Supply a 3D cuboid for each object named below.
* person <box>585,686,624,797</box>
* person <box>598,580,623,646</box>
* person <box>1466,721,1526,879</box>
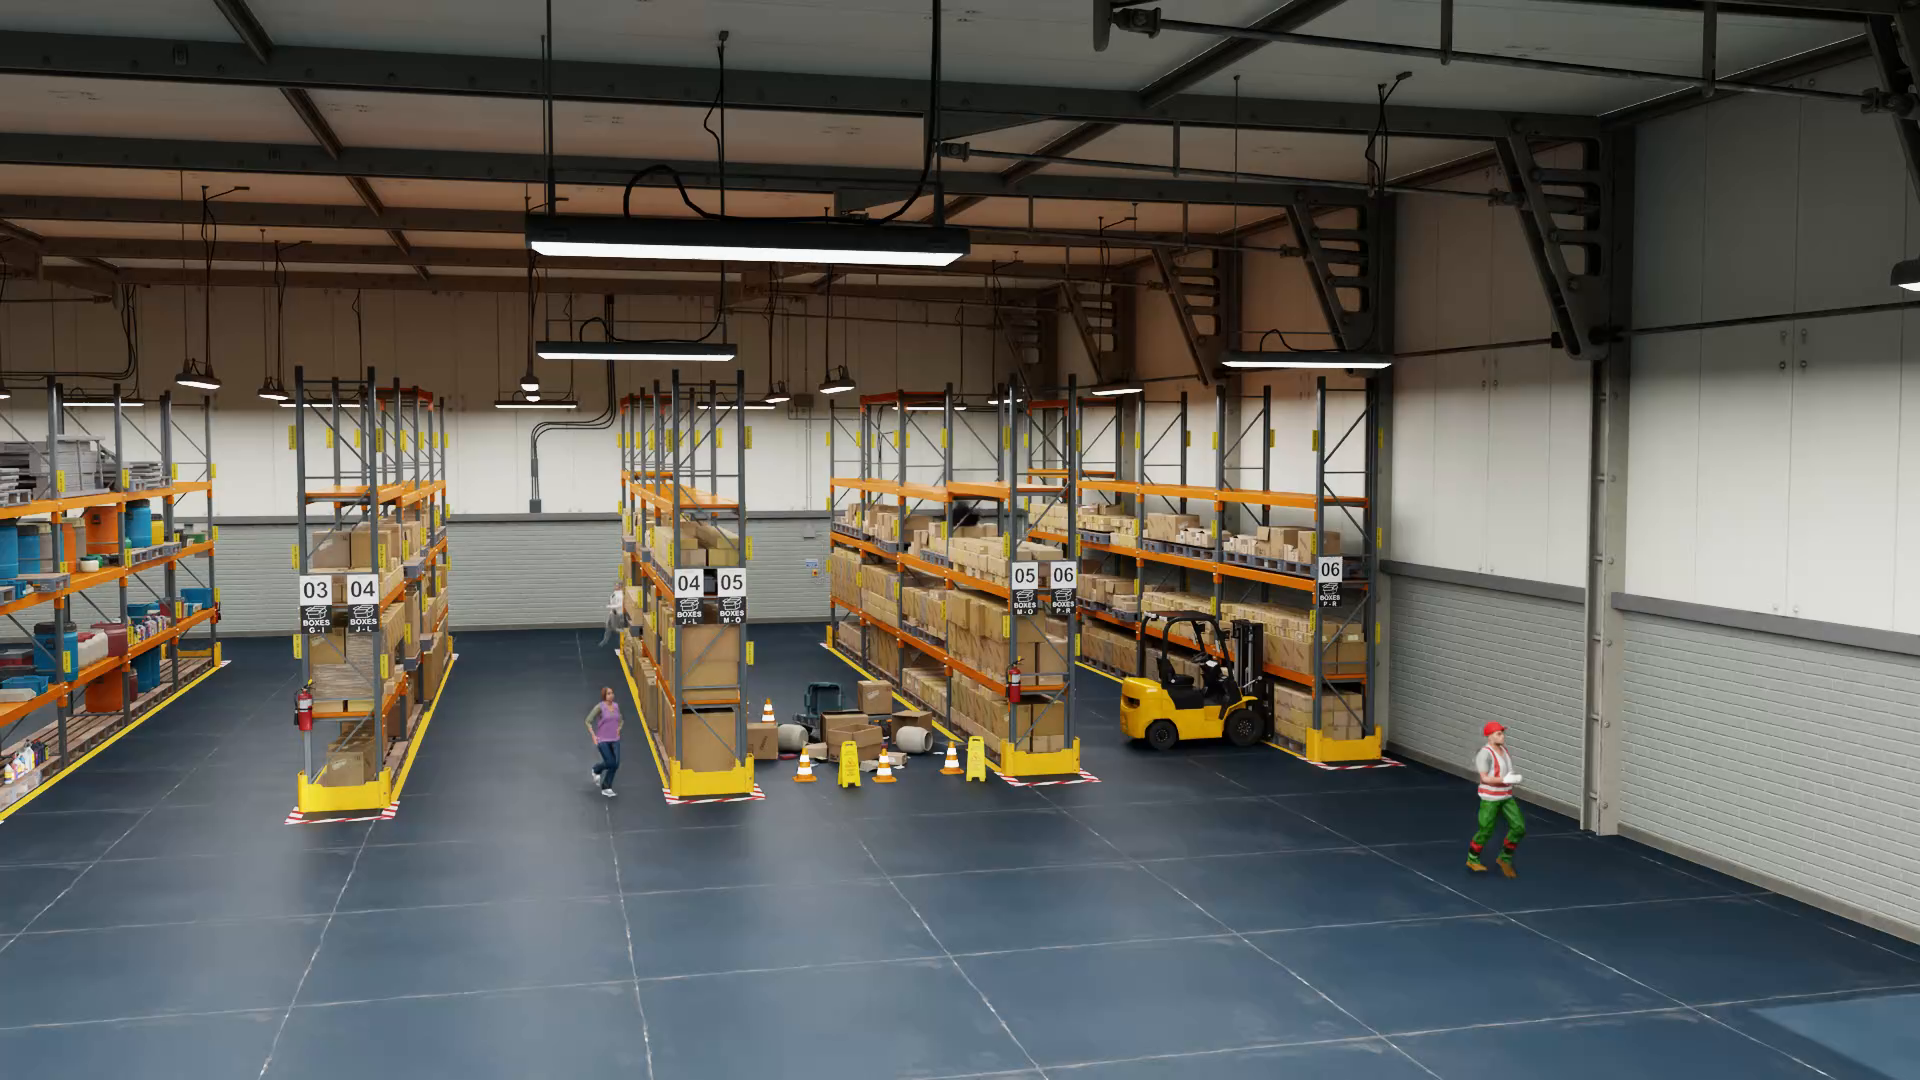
[{"bbox_3d":[-4.980,2.832,23.453,0.527,1.543,0.544,3,5,44],"label":"person"},{"bbox_3d":[-8.400,1.782,40.255,0.761,1.655,0.724,-1,3,-11],"label":"person"},{"bbox_3d":[6.143,2.978,18.993,0.645,1.820,0.735,-2,4,-32],"label":"person"}]
